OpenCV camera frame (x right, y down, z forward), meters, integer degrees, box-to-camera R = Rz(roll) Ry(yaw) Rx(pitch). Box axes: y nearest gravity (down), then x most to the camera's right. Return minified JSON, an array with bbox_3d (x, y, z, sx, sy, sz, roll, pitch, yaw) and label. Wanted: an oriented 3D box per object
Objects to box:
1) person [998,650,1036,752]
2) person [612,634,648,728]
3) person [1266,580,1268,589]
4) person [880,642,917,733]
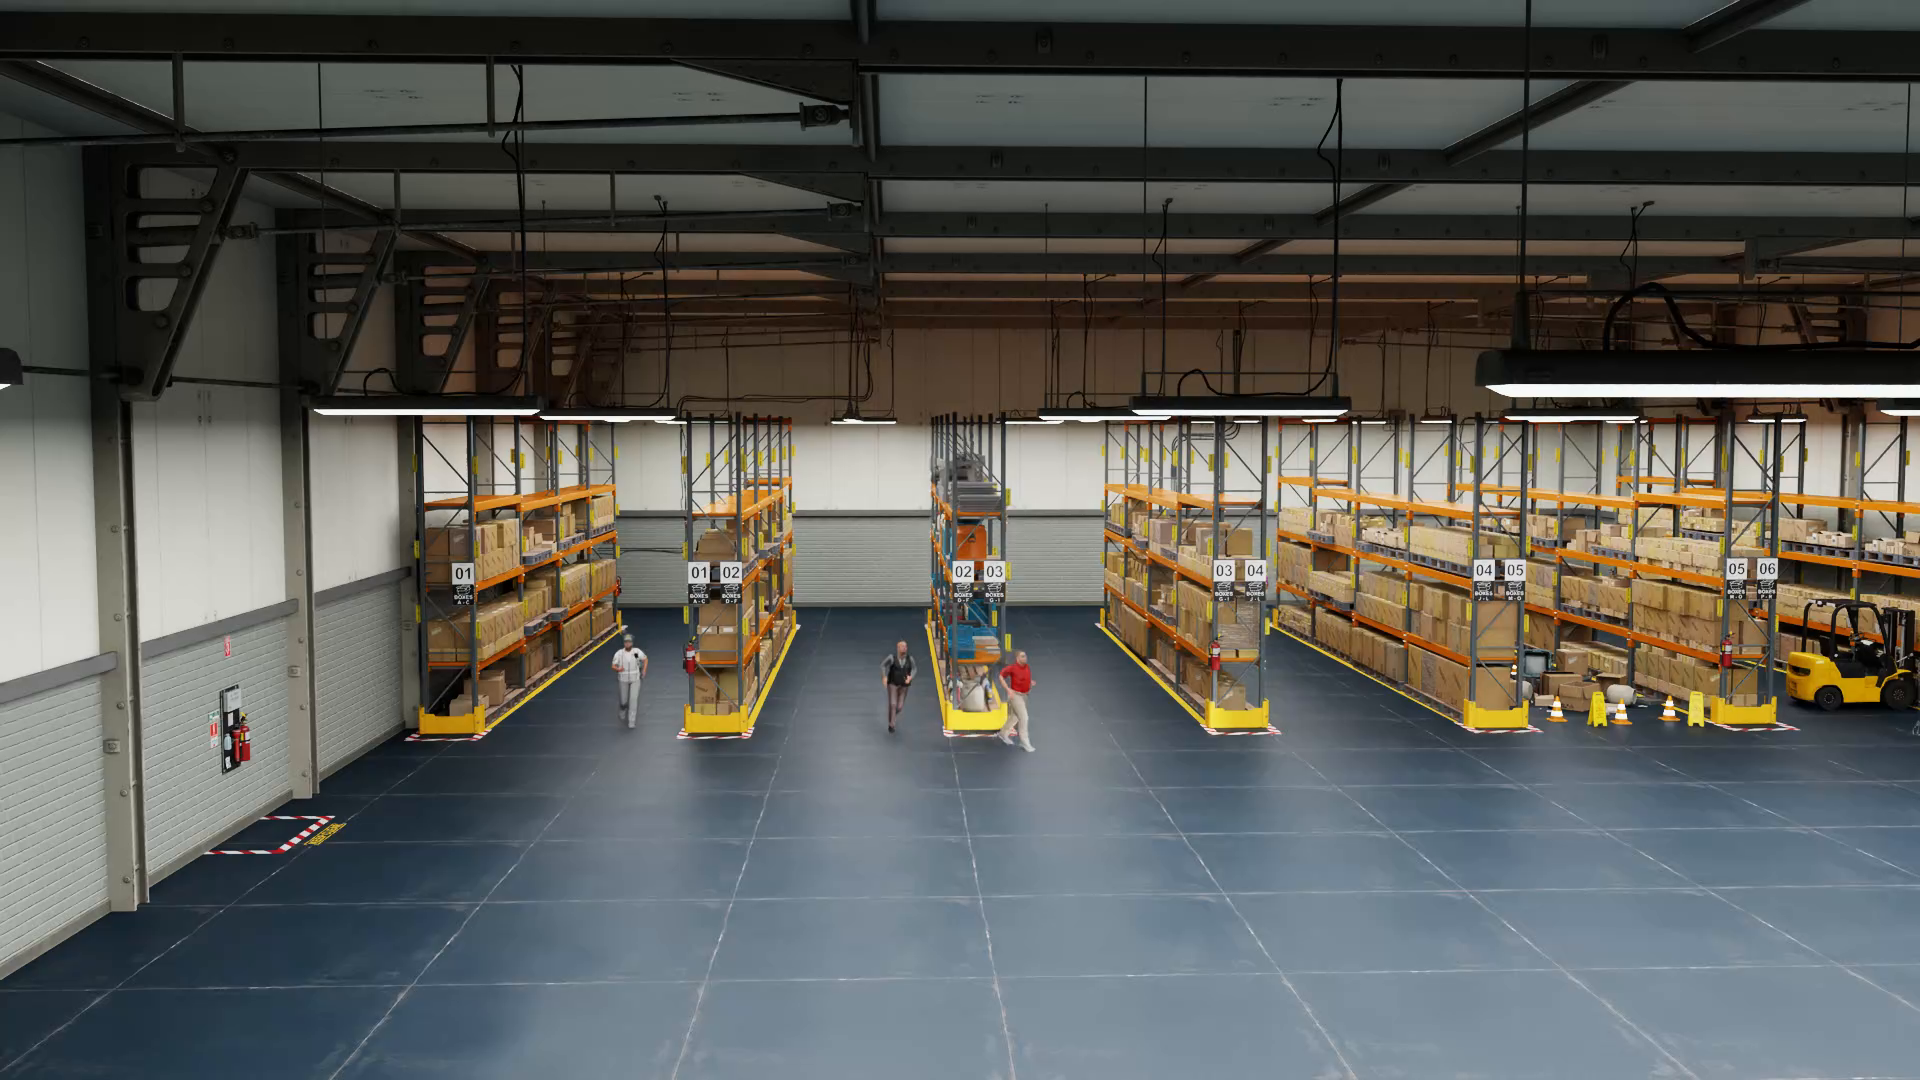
[{"bbox_3d":[1.029,2.833,29.547,0.854,1.764,0.651,3,5,35],"label":"person"},{"bbox_3d":[-6.330,2.677,31.866,0.677,1.735,0.979,-1,4,-8],"label":"person"},{"bbox_3d":[8.635,1.554,48.770,0.515,1.700,0.763,-1,4,-19],"label":"person"},{"bbox_3d":[-1.159,2.774,31.431,0.709,1.730,0.727,-1,4,-14],"label":"person"}]
